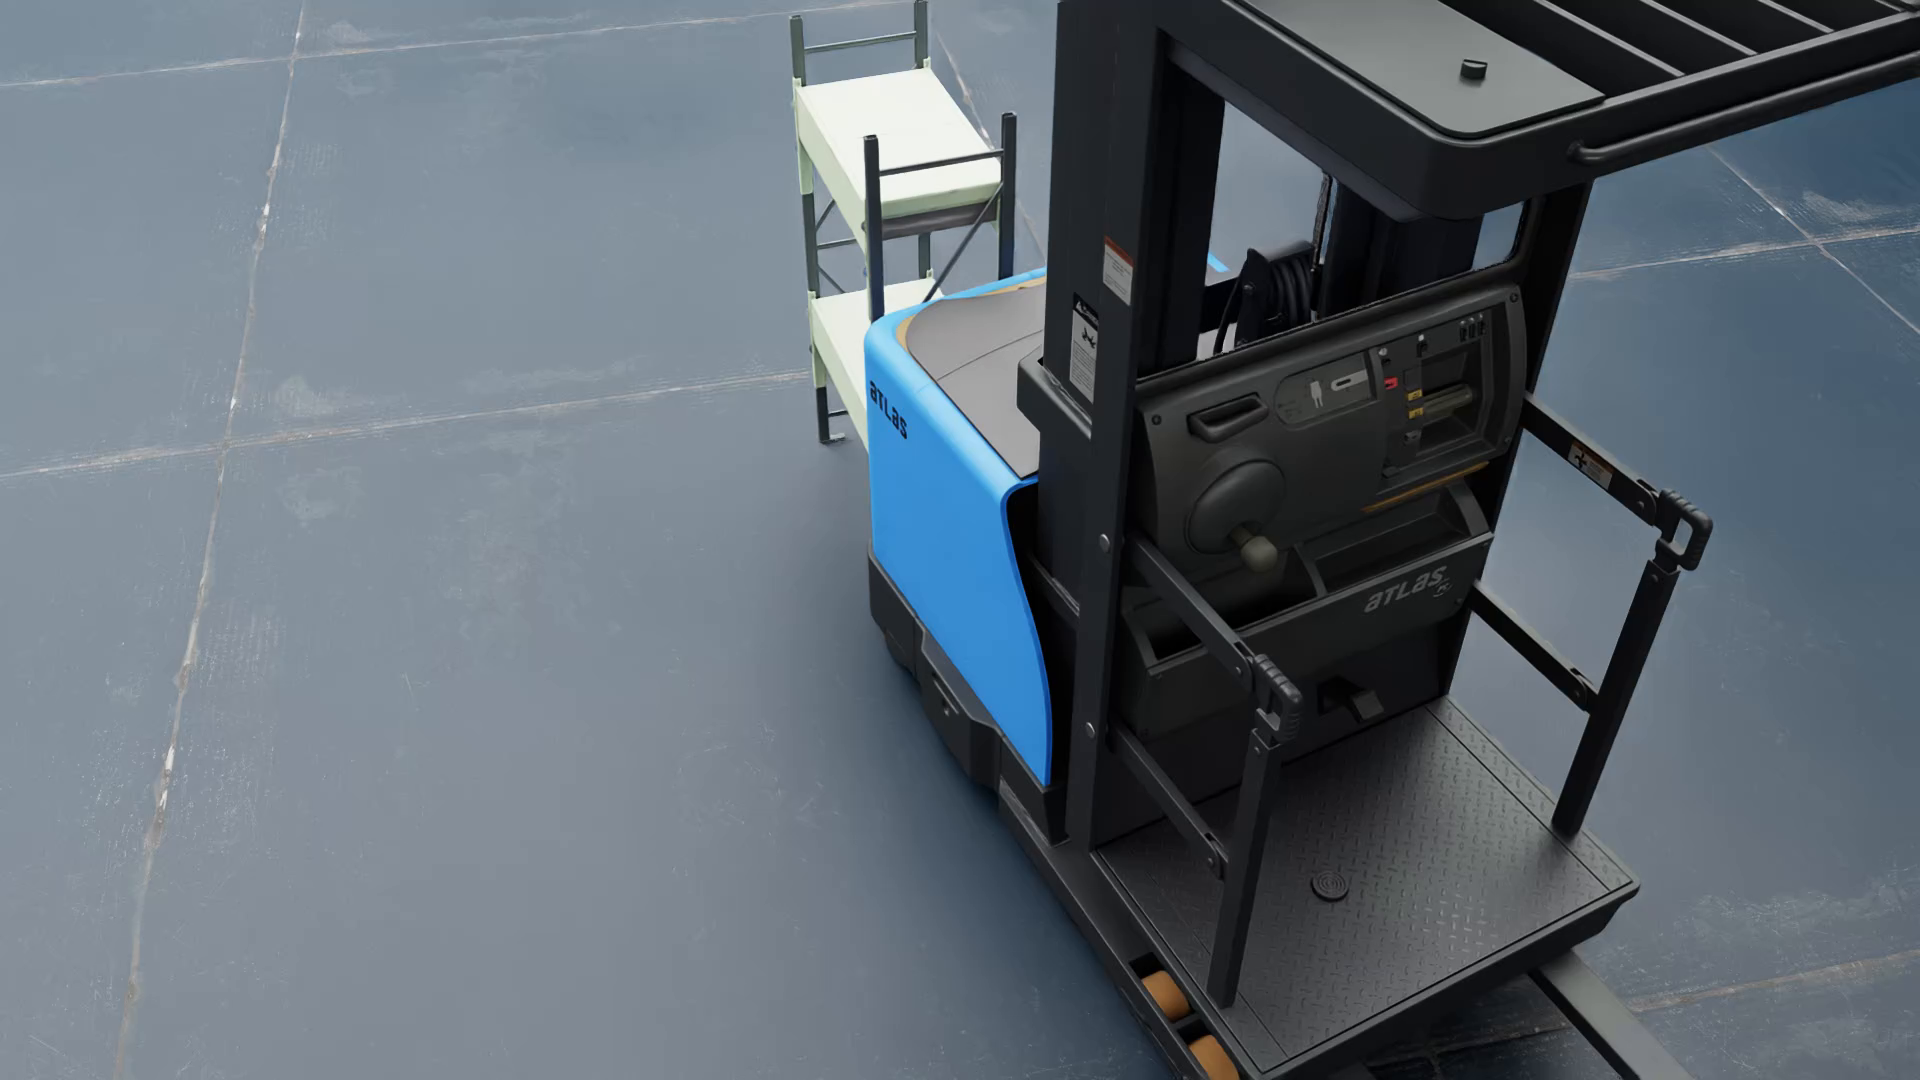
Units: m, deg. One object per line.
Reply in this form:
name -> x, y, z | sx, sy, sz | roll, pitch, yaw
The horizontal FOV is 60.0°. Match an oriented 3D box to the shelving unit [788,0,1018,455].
shelving unit -> -0.167, -0.706, 4.916 | 0.431, 1.500, 0.755 | -13, 43, -14

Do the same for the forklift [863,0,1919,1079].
forklift -> 0.873, -0.148, 3.209 | 1.130, 2.935, 3.031 | -19, 45, -21

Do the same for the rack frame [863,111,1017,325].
rack frame -> -0.048, -0.476, 4.657 | 0.400, 1.500, 0.023 | -13, 43, -14

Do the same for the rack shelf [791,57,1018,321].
rack shelf -> -0.167, -0.998, 4.656 | 0.431, 0.370, 0.720 | -13, 43, -14

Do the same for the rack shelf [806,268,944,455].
rack shelf -> -0.167, -0.462, 5.132 | 0.431, 0.370, 0.720 | -13, 43, -14

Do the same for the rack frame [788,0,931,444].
rack frame -> -0.286, -0.936, 5.174 | 0.400, 1.500, 0.023 | -13, 43, -14
